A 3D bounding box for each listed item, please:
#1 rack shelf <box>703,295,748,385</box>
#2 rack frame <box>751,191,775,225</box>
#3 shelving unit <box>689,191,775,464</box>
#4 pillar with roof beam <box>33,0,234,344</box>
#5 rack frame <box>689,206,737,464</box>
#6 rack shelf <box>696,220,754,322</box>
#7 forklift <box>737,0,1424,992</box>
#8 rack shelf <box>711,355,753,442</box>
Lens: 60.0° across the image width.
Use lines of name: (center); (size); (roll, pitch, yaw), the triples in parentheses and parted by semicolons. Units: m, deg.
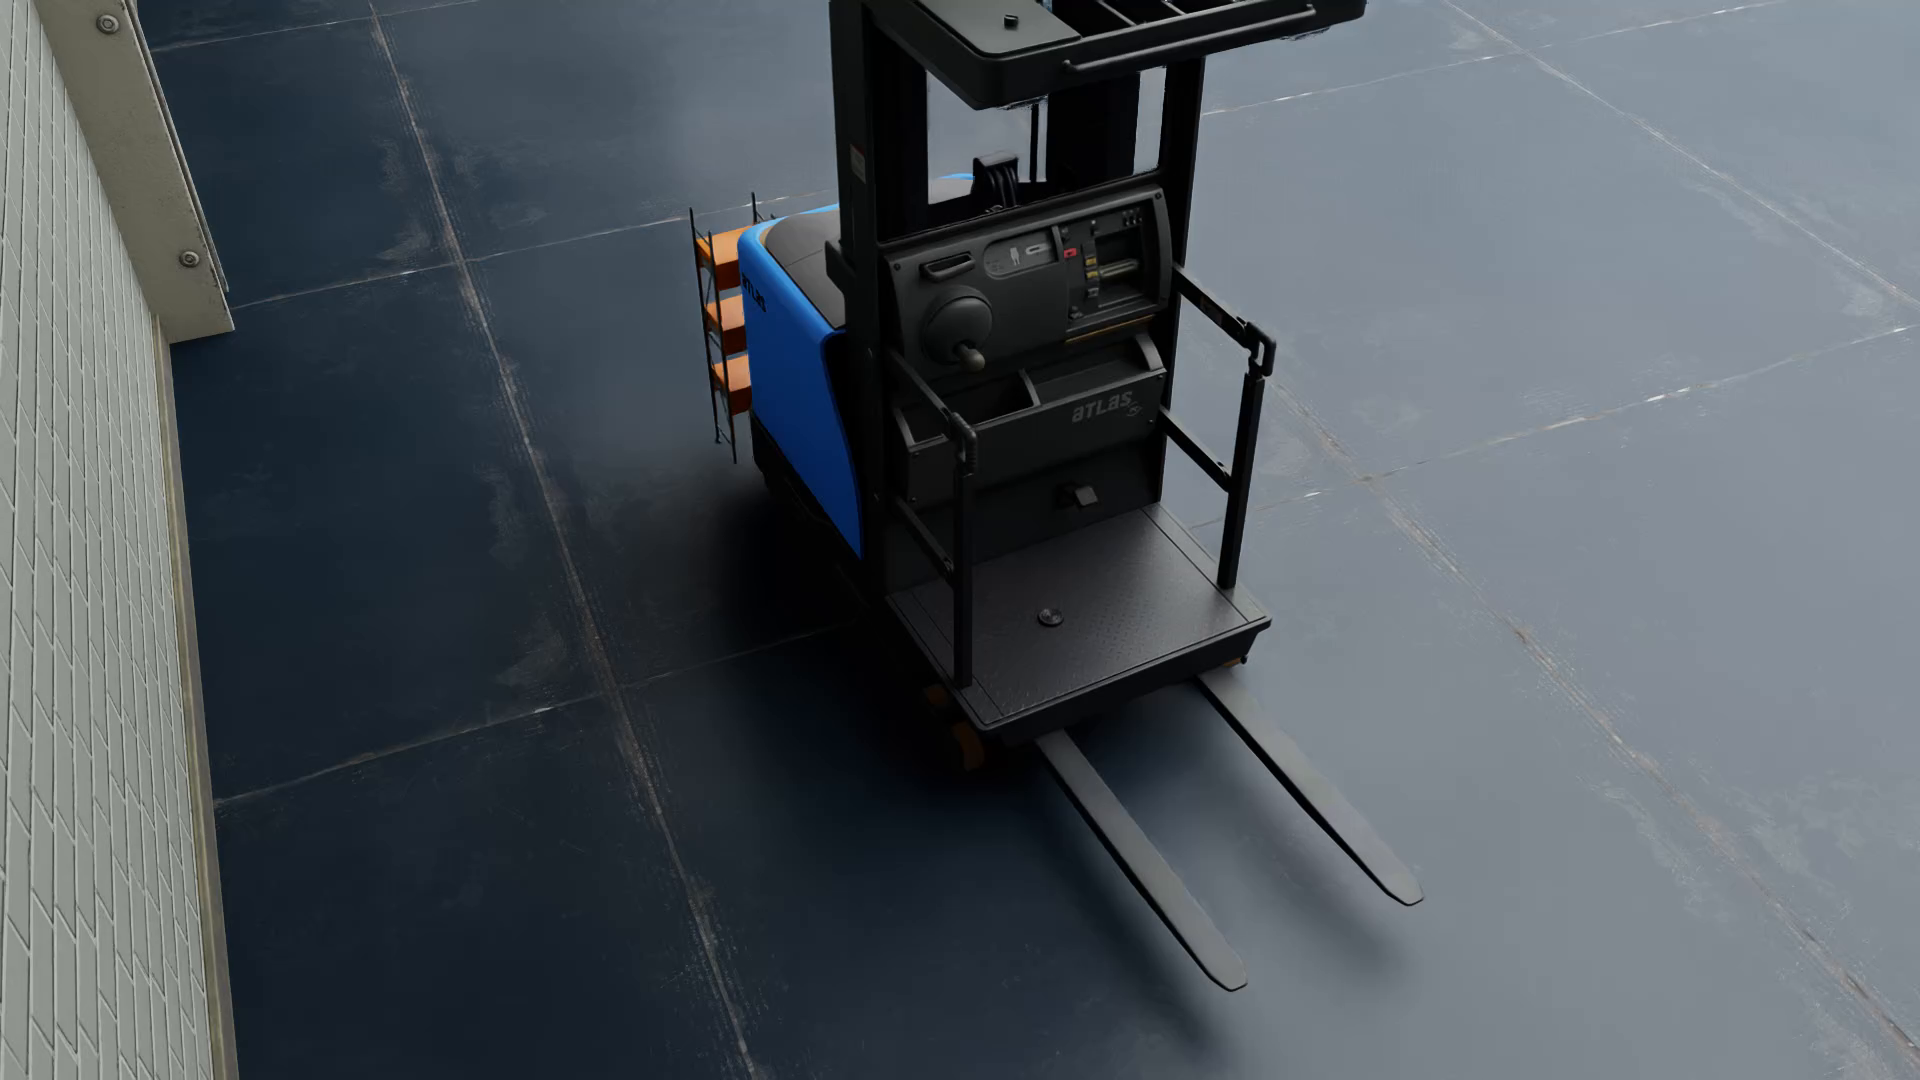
rack shelf: (-0.829, -0.787, 6.376); (0.240, 0.259, 0.215); (-19, 44, -21)
rack frame: (-0.721, -0.833, 6.413); (0.008, 1.050, 0.200); (-19, 44, -21)
shelving unit: (-0.829, -0.795, 6.369); (0.252, 1.050, 0.215); (-19, 44, -21)
pillar with roof beam: (0.563, -5.490, 5.732); (9.100, 9.000, 0.400); (-15, 43, -17)
rack frame: (-0.936, -0.757, 6.325); (0.008, 1.050, 0.200); (-19, 44, -21)
rack shelf: (-0.829, -1.002, 6.191); (0.240, 0.259, 0.215); (-19, 44, -21)
forklift: (0.323, -0.698, 4.813); (1.130, 2.935, 3.031); (-19, 44, -21)
rack shelf: (-0.829, -0.576, 6.557); (0.240, 0.259, 0.215); (-19, 44, -21)
